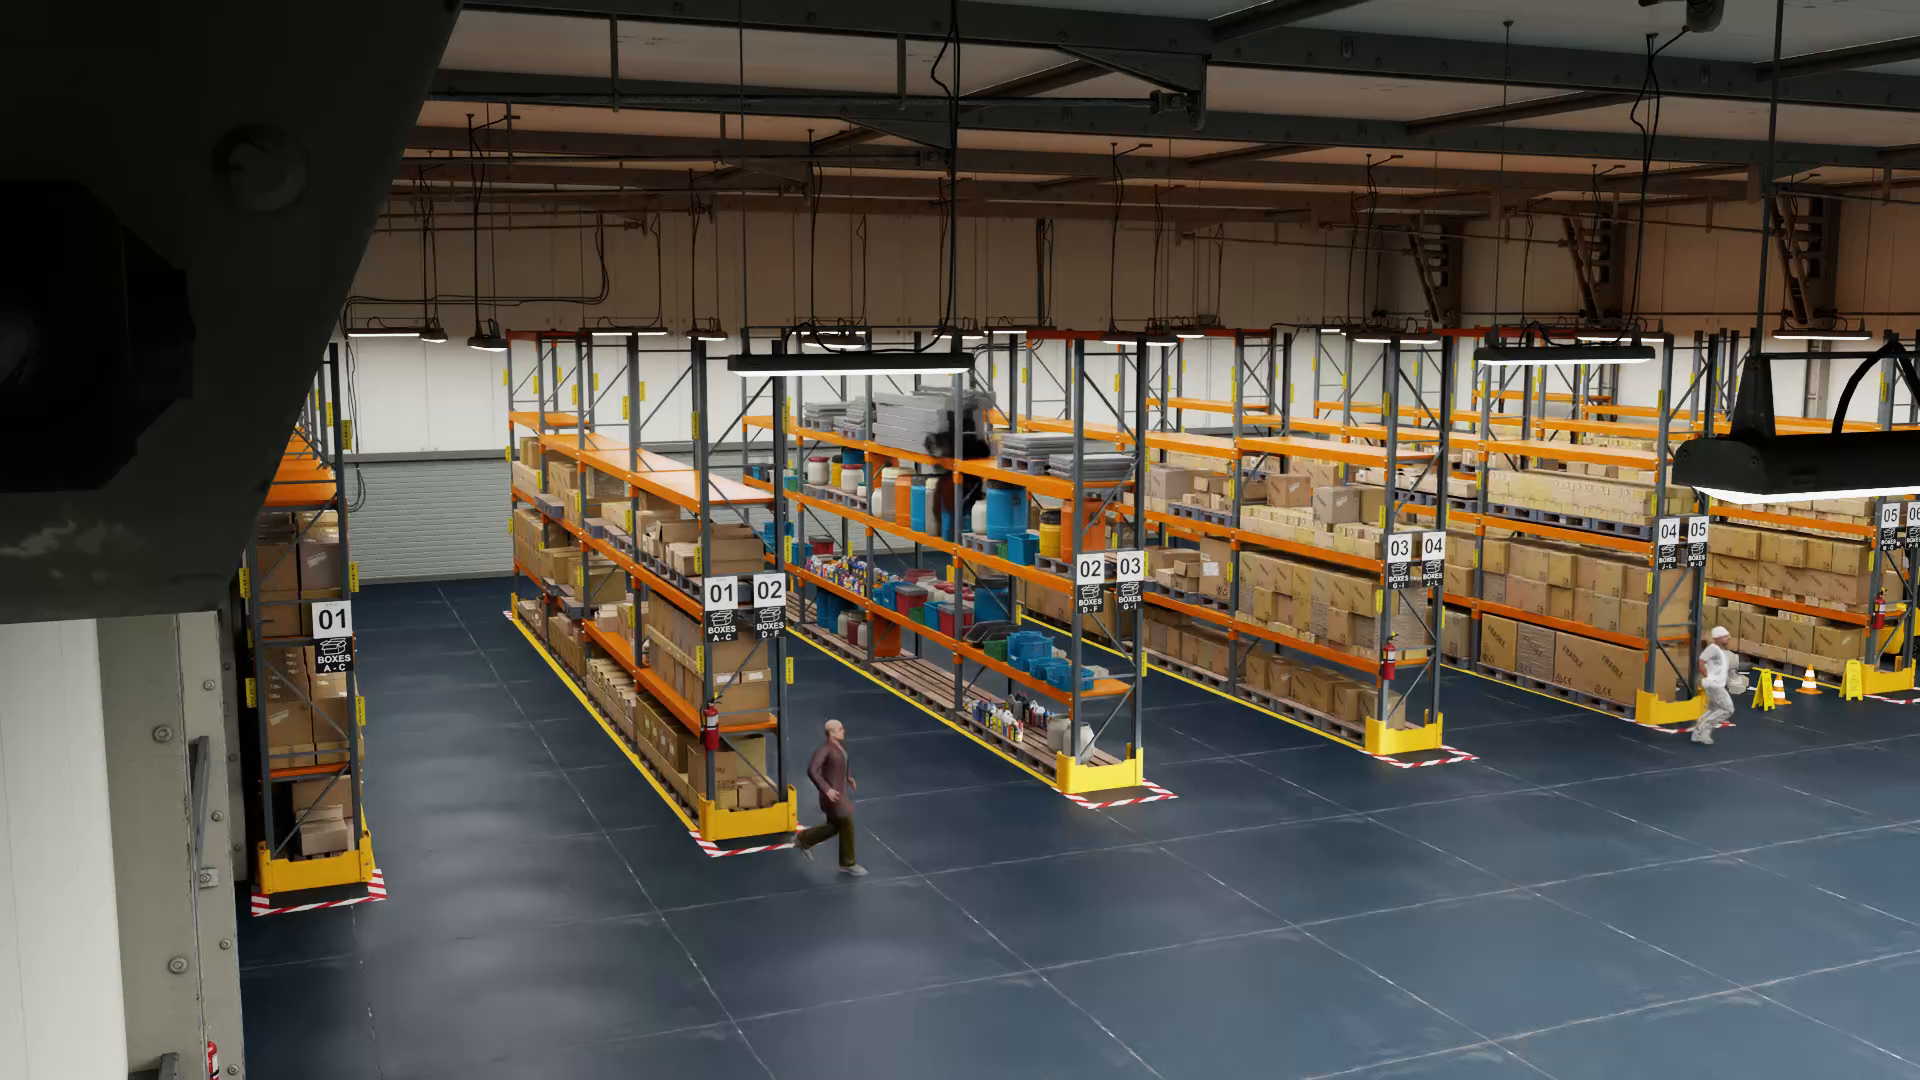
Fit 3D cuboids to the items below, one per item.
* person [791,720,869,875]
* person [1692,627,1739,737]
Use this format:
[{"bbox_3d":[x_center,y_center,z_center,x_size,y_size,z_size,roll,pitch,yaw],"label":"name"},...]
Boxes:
[{"bbox_3d":[-1.489,2.915,18.904,0.934,1.786,0.734,1,8,9],"label":"person"},{"bbox_3d":[11.126,2.110,24.447,0.583,1.684,0.674,4,9,29],"label":"person"}]
